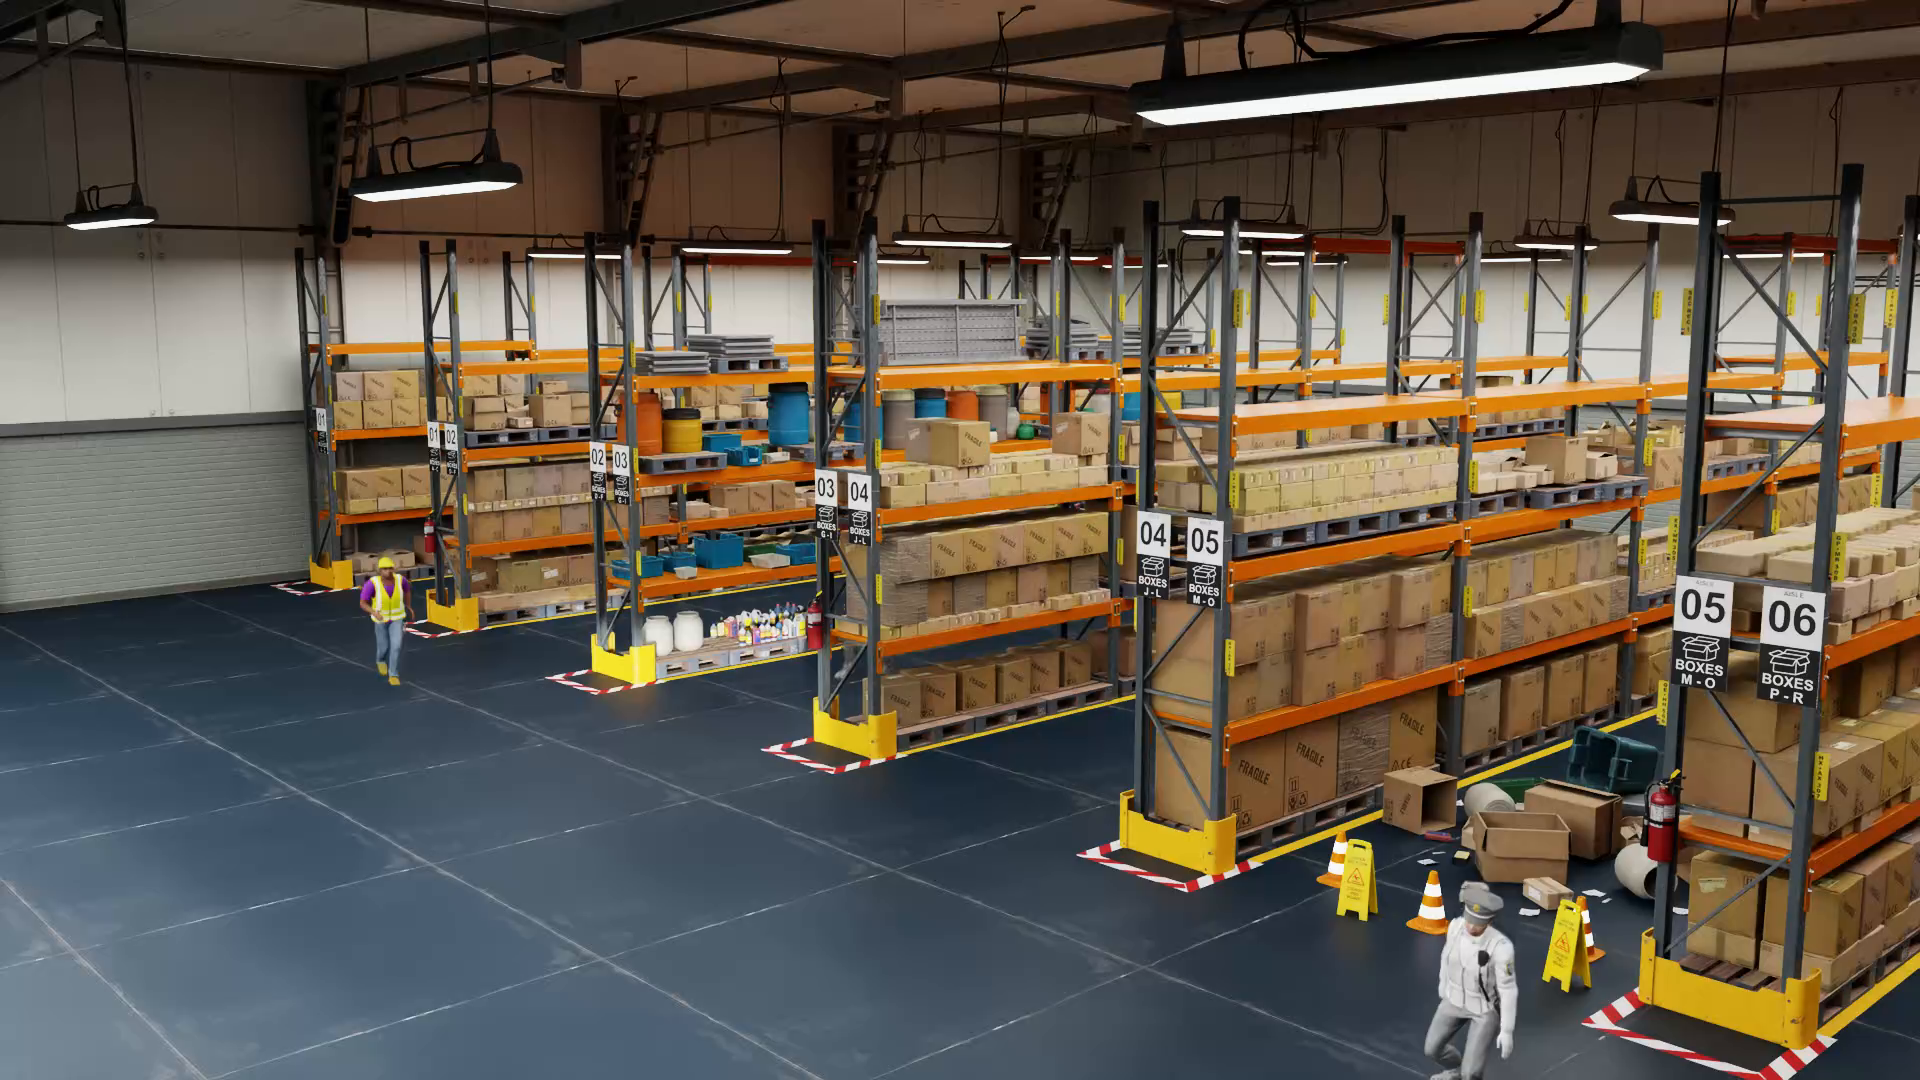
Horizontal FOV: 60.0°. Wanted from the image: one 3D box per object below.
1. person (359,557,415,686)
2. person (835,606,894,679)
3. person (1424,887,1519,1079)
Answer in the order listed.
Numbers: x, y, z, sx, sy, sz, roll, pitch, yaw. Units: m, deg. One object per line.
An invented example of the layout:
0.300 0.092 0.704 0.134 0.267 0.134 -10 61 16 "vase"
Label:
-7.703 1.057 22.325 0.694 1.722 0.849 -4 9 -27 "person"
-1.216 1.020 22.329 0.835 1.744 0.716 -6 10 -36 "person"
3.190 2.878 10.331 0.626 1.588 0.732 -8 11 -43 "person"
